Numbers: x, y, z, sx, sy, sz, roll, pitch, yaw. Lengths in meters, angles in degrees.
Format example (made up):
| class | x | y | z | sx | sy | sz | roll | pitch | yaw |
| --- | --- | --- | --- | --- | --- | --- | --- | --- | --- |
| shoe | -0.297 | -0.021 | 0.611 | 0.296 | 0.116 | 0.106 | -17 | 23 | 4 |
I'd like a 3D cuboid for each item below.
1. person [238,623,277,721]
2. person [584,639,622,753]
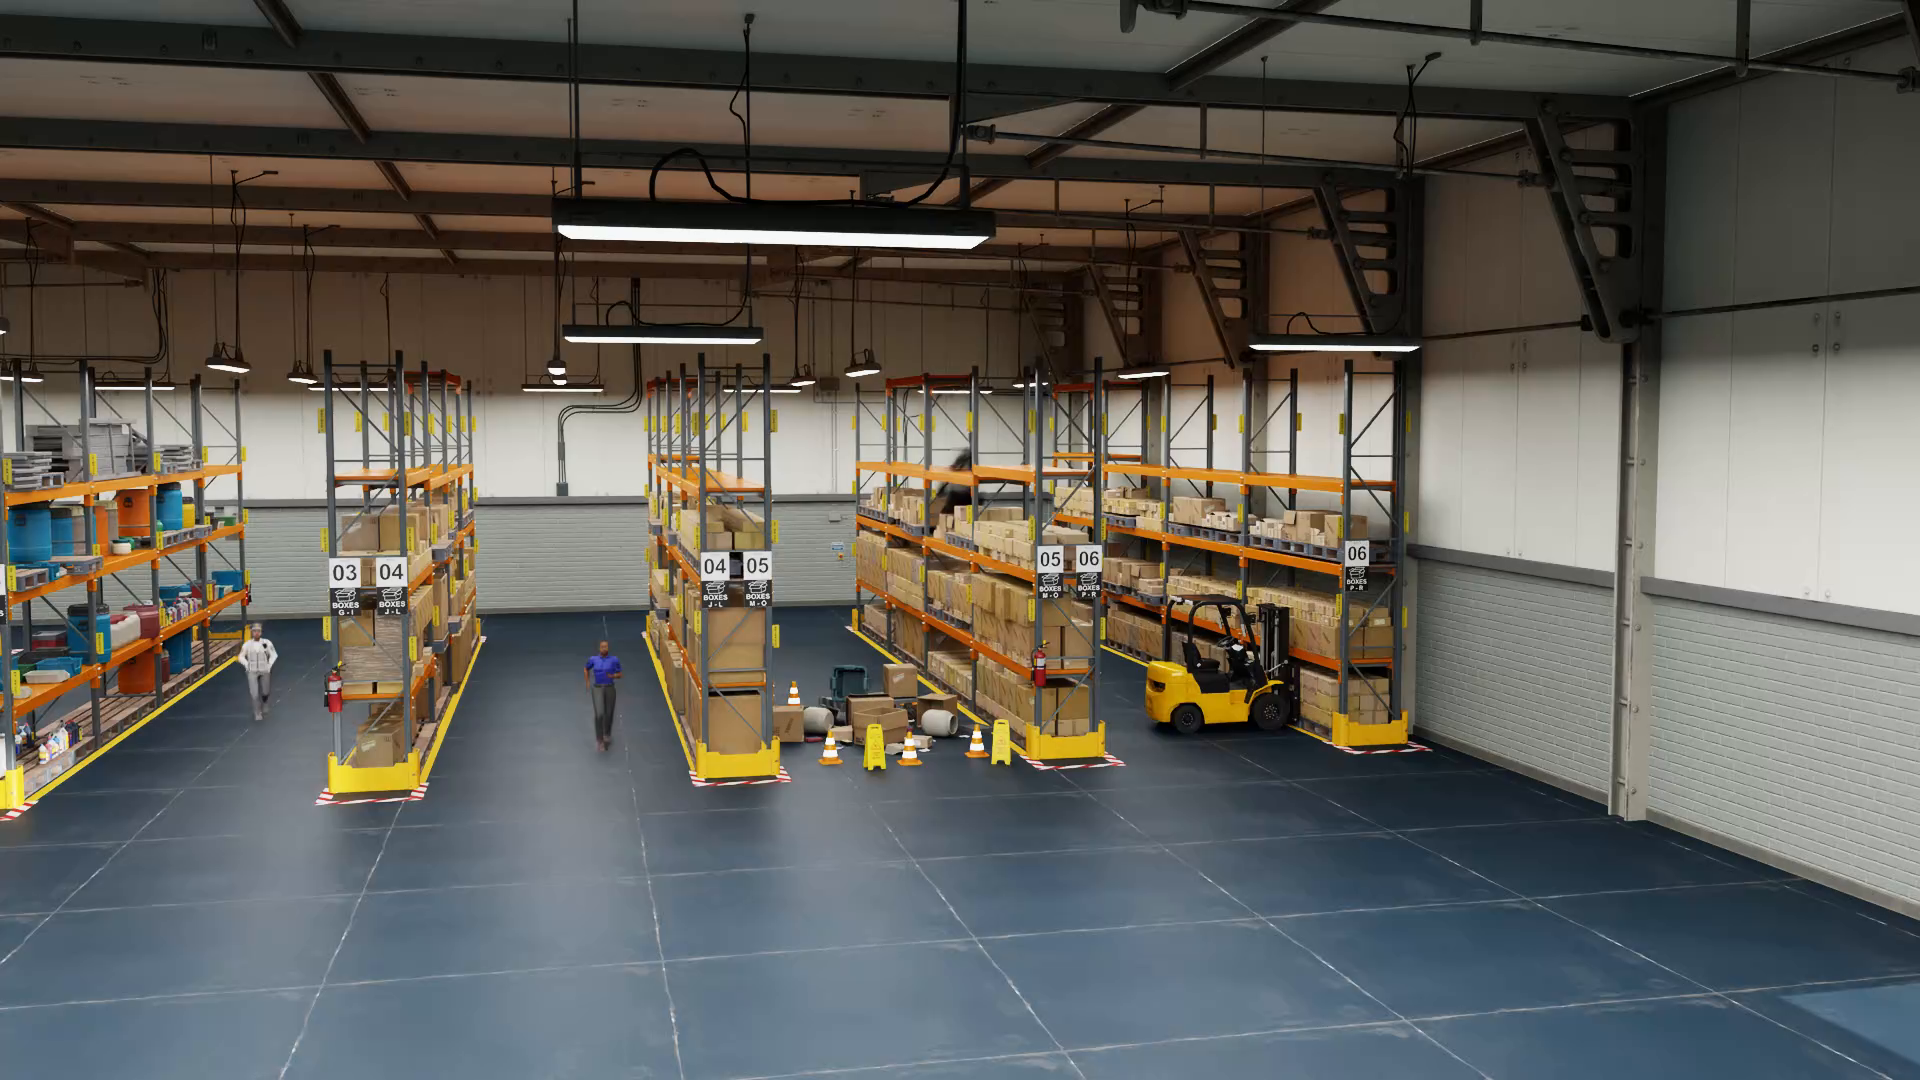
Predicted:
| class | x | y | z | sx | sy | sz | roll | pitch | yaw |
| --- | --- | --- | --- | --- | --- | --- | --- | --- | --- |
| person | -11.862 | 2.221 | 28.105 | 0.611 | 1.649 | 0.569 | -2 | 4 | -23 |
| person | -5.500 | 2.388 | 25.681 | 0.549 | 1.717 | 0.781 | -1 | 4 | -19 |
